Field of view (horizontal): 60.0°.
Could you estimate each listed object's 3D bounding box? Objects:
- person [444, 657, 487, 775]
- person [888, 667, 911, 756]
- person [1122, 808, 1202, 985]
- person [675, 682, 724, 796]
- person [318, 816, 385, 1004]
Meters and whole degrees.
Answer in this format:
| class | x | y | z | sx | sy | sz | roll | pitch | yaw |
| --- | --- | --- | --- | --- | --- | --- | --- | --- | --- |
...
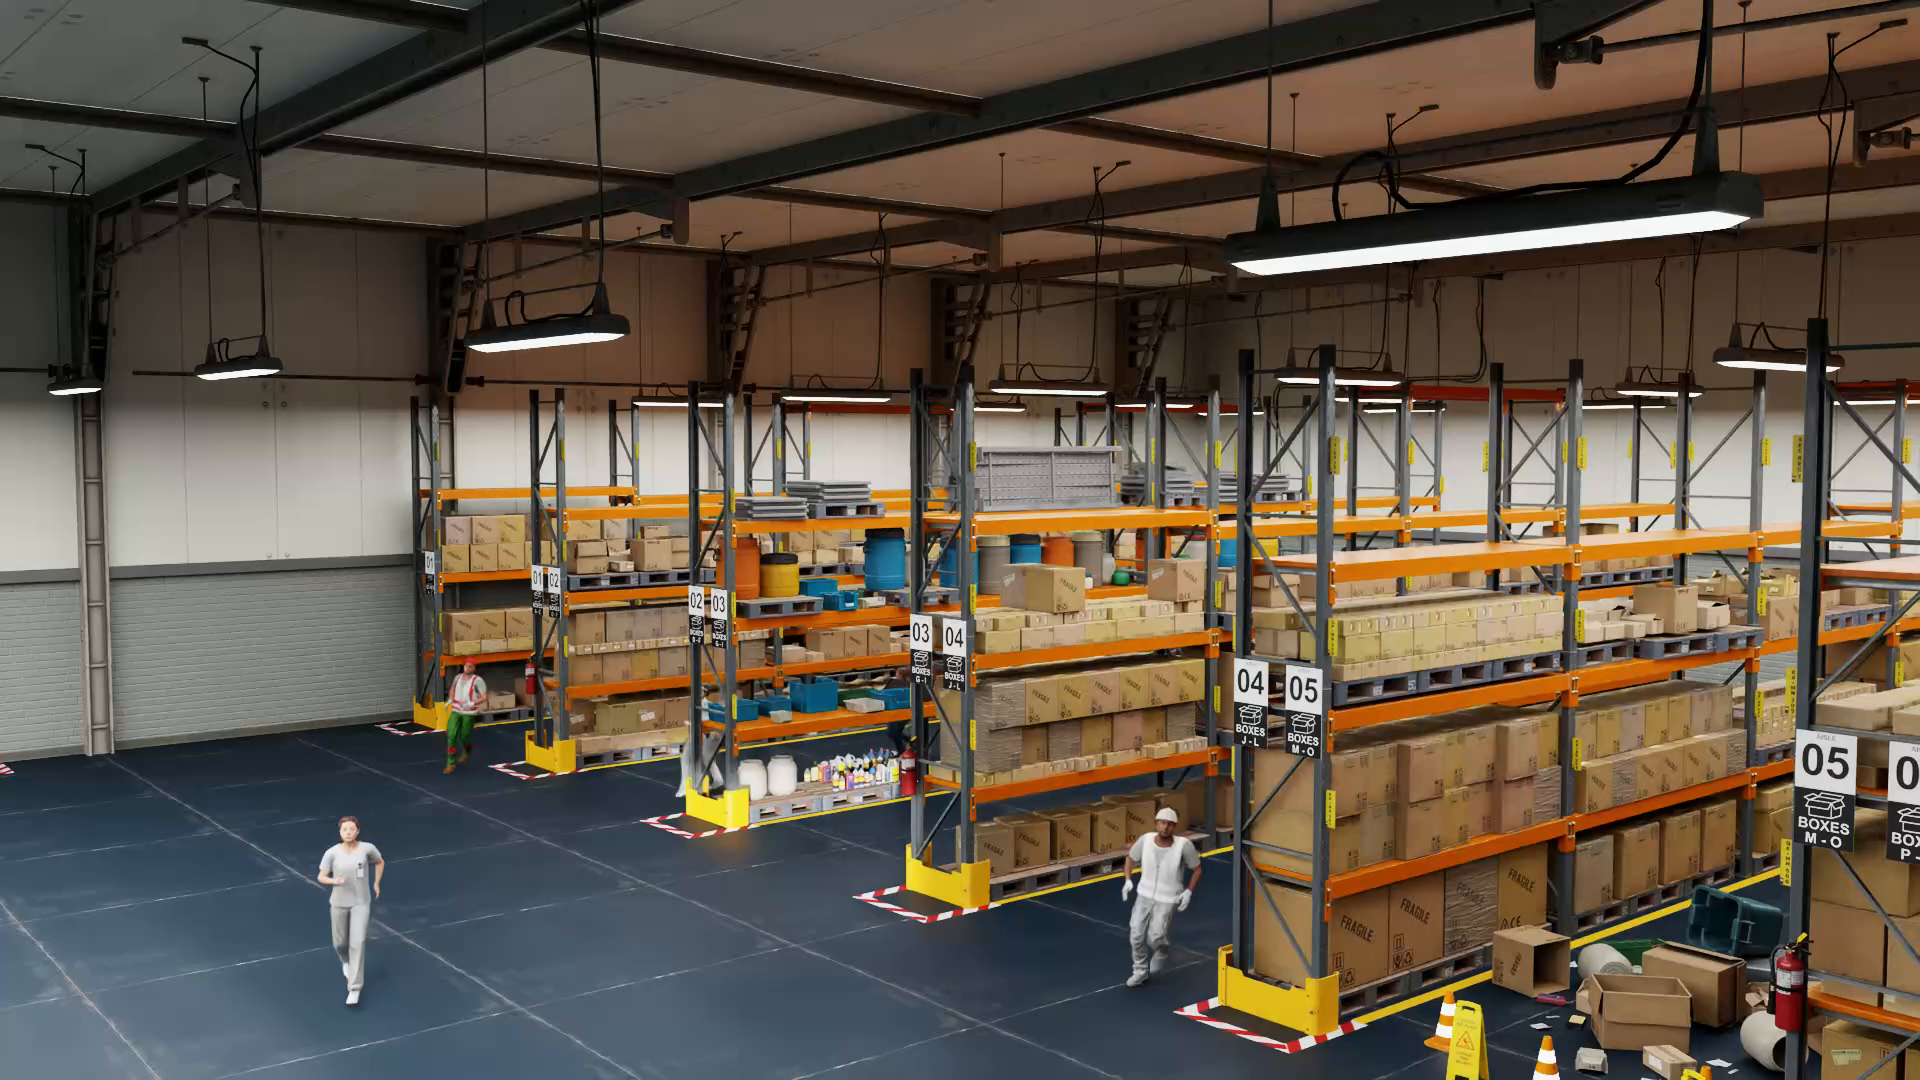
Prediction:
| class | x | y | z | sx | sy | sz | roll | pitch | yaw |
| --- | --- | --- | --- | --- | --- | --- | --- | --- | --- |
| person | -7.798 | 2.732 | 26.132 | 0.711 | 1.769 | 0.865 | 0 | 3 | 6 |
| person | -0.917 | 2.819 | 26.810 | 0.544 | 1.559 | 0.544 | -3 | 4 | -40 |
| person | 1.886 | 3.381 | 15.734 | 0.737 | 1.718 | 0.546 | 2 | 4 | 27 |
| person | -3.750 | 2.908 | 24.333 | 0.746 | 1.736 | 0.622 | -3 | 5 | -42 |
| person | -5.683 | 3.394 | 15.531 | 0.569 | 1.647 | 0.963 | -1 | 3 | -14 |
